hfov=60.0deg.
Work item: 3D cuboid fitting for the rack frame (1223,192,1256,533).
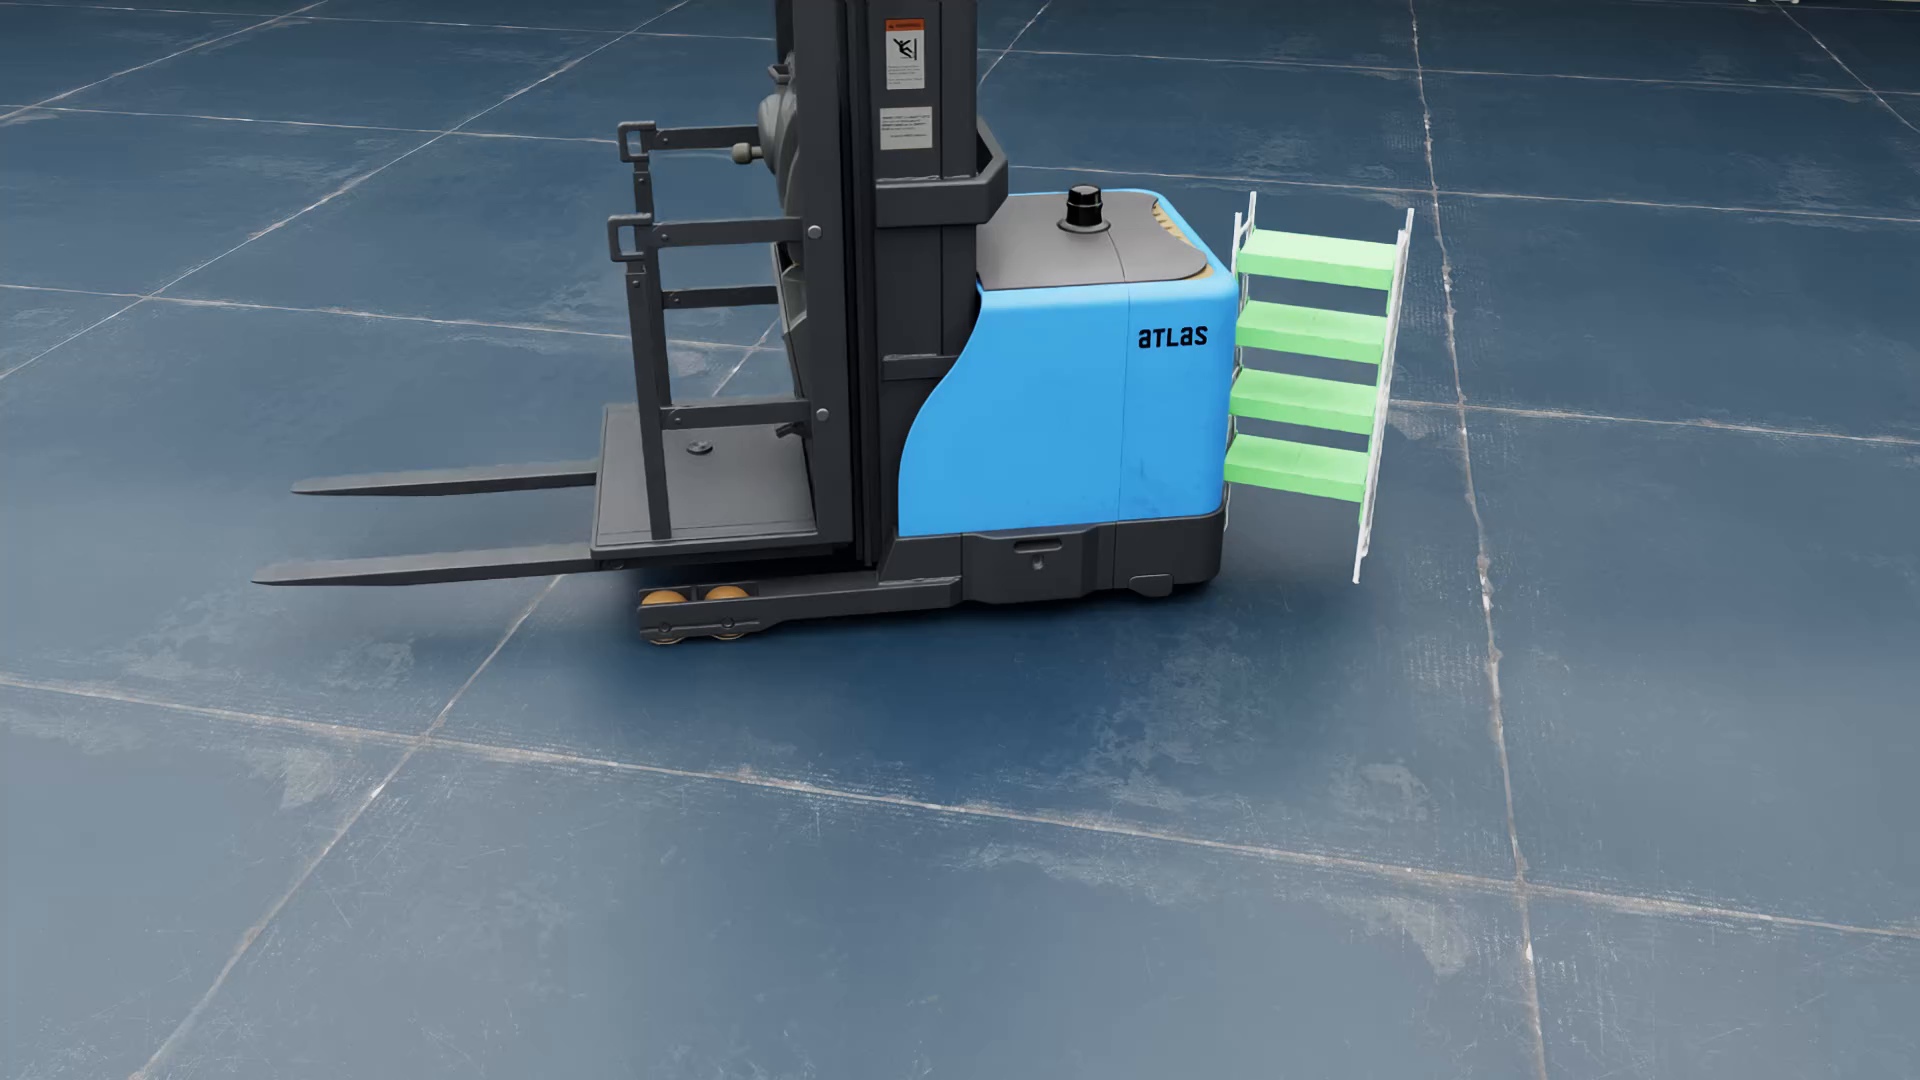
[{"bbox_3d":[0.889,-0.521,5.452,0.015,1.200,0.240,10,30,18],"label":"rack frame"}]

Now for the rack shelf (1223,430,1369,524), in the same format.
[{"bbox_3d":[1.118,-0.213,5.523,0.480,0.148,0.258,10,30,18],"label":"rack shelf"}]

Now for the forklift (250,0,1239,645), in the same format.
[{"bbox_3d":[-0.712,-1.232,4.948,3.031,2.935,1.130,-4,29,-8],"label":"forklift"}]

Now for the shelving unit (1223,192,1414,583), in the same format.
[{"bbox_3d":[1.118,-0.480,5.377,0.503,1.200,0.258,10,30,18],"label":"shelving unit"}]

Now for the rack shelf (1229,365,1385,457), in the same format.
[{"bbox_3d":[1.118,-0.424,5.408,0.480,0.148,0.258,10,30,18],"label":"rack shelf"}]

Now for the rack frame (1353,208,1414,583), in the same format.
[{"bbox_3d":[1.346,-0.439,5.302,0.015,1.200,0.240,10,30,18],"label":"rack frame"}]

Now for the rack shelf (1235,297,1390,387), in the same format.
[{"bbox_3d":[1.118,-0.634,5.292,0.480,0.148,0.258,10,30,18],"label":"rack shelf"}]

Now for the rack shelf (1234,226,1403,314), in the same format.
[{"bbox_3d":[1.118,-0.845,5.177,0.480,0.148,0.258,10,30,18],"label":"rack shelf"}]
